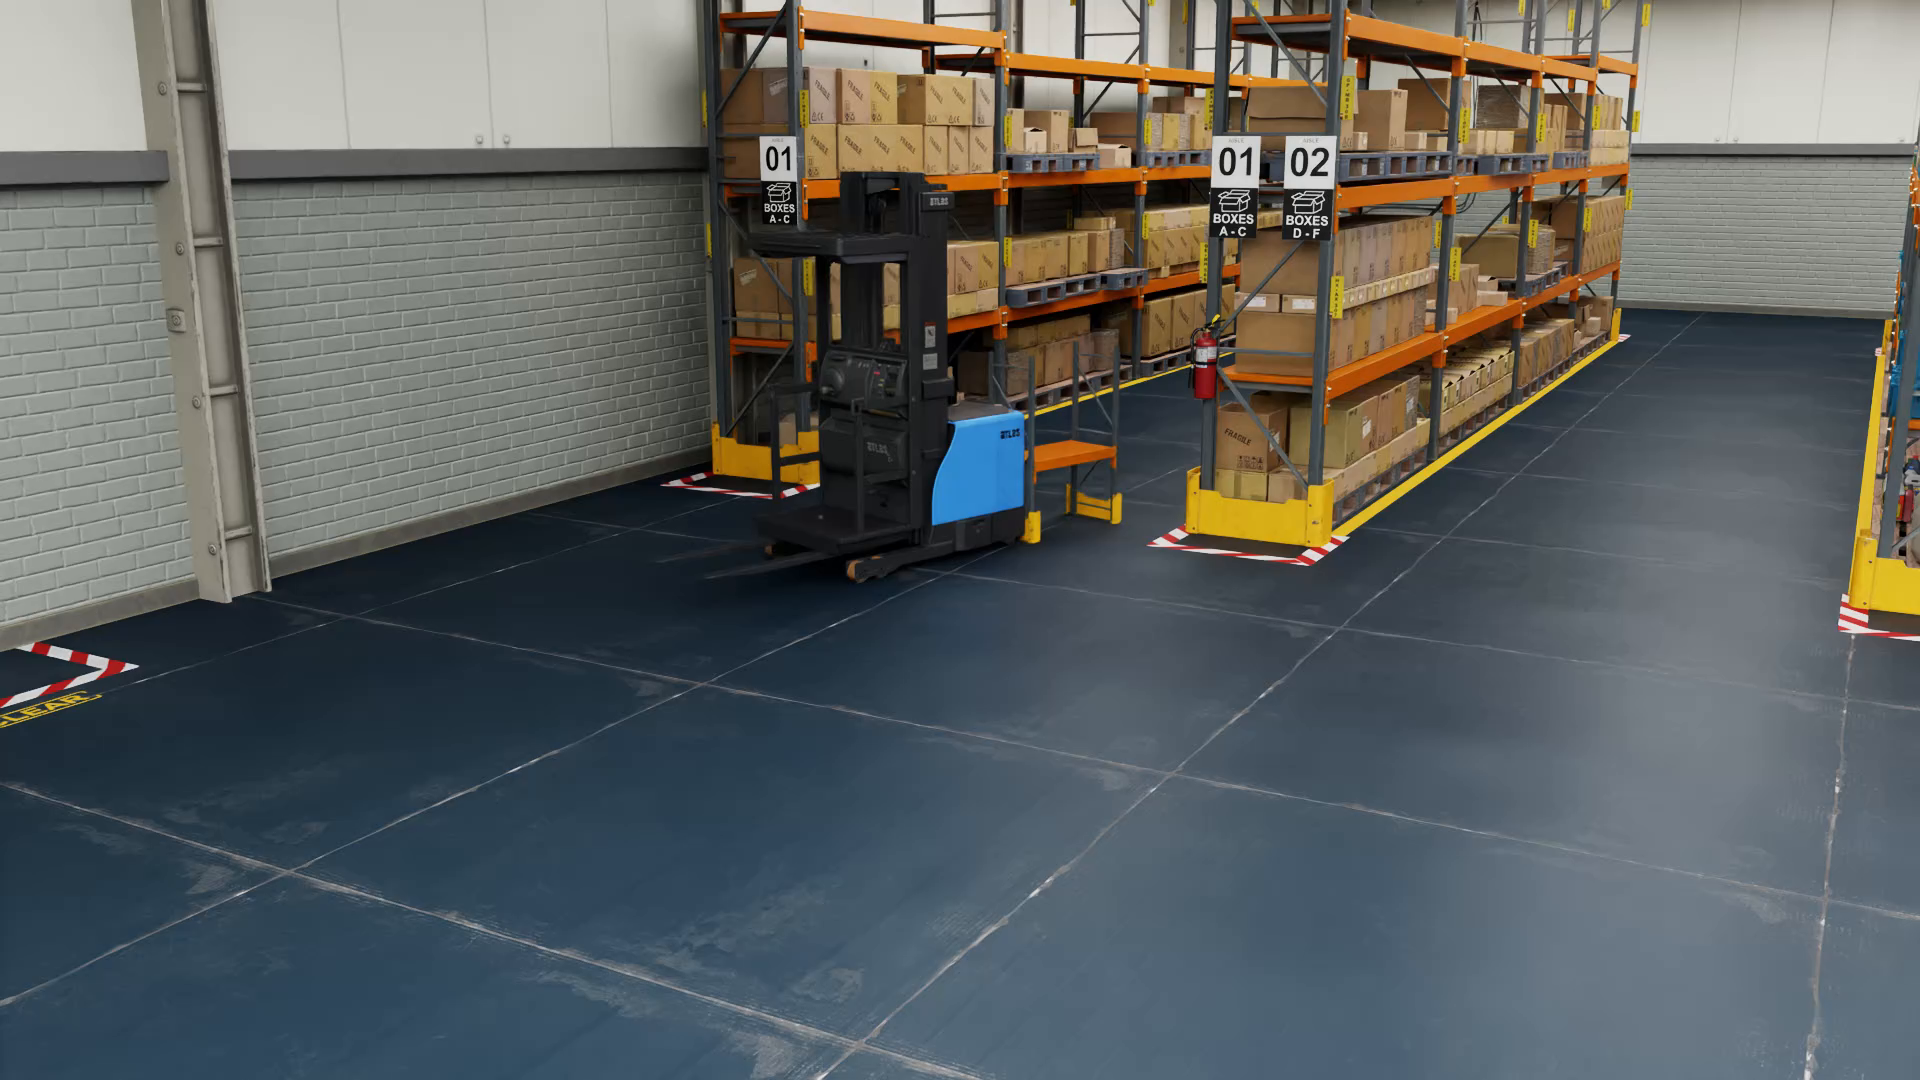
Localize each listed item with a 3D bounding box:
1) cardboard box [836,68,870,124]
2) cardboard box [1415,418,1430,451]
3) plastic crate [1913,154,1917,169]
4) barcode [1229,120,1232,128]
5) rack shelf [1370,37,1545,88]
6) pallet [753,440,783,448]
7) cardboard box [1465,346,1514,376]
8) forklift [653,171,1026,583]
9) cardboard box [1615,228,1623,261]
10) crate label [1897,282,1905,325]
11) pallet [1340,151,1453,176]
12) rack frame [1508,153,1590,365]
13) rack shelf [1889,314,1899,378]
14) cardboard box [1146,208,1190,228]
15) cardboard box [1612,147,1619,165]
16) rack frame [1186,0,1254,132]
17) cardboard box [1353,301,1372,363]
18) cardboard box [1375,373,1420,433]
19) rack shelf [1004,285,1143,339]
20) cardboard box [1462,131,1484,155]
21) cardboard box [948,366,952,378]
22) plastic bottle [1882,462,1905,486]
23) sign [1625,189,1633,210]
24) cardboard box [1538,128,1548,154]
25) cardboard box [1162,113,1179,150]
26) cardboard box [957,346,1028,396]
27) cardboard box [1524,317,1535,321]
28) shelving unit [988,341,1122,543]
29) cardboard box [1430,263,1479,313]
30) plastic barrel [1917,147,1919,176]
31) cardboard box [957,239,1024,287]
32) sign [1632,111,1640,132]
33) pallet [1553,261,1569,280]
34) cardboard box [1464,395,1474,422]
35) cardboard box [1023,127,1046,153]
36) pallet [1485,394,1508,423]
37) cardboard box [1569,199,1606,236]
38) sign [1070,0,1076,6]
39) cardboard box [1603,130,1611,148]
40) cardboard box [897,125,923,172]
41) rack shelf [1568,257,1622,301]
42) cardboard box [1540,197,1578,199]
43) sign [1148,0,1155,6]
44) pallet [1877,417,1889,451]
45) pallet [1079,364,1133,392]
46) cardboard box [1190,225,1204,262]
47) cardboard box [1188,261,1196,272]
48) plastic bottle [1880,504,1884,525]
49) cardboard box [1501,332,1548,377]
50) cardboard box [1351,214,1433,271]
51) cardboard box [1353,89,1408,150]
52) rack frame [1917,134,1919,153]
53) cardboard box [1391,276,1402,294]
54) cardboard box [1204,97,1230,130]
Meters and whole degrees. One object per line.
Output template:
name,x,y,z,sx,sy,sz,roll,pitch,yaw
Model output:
cardboard box,-1.195,-4.212,15.813,0.500,0.500,0.500,7,15,27
cardboard box,4.358,-1.068,16.534,0.500,0.250,0.500,7,15,28
plastic crate,12.533,-4.876,21.411,0.450,0.188,0.662,7,15,28
barcode,2.181,-3.357,13.418,0.001,0.075,0.075,7,15,28
rack shelf,5.358,-5.103,17.889,1.077,0.370,4.000,7,15,28
pallet,-1.420,-0.883,16.746,1.003,0.211,1.213,7,15,28
cardboard box,6.287,-2.146,19.808,0.500,0.311,0.500,8,16,30
forklift,-0.886,-1.248,12.455,3.031,2.935,1.130,-13,18,-42
cardboard box,10.214,-4.708,26.450,0.500,0.500,0.500,8,16,30
crate label,9.942,-2.423,17.109,0.502,0.435,0.616,7,15,28
pallet,4.002,-3.558,15.679,1.003,0.211,1.213,7,15,28
rack frame,8.259,-3.962,23.567,1.000,3.000,0.127,7,15,28
rack shelf,9.693,-1.819,16.214,1.077,0.370,4.000,7,15,28
cardboard box,2.929,-4.546,23.501,0.500,0.250,0.500,7,15,28
cardboard box,9.693,-5.827,25.224,0.500,0.250,0.500,7,15,28
rack frame,3.921,-7.439,25.188,1.000,3.000,0.127,7,15,28
cardboard box,3.189,-1.852,14.603,0.700,0.500,0.500,7,15,28
cardboard box,4.107,-1.331,16.026,0.500,0.500,0.500,7,15,28
rack shelf,1.020,-2.942,20.870,1.077,0.370,4.000,7,15,28
cardboard box,5.369,-4.295,17.974,0.500,0.250,0.500,6,15,23
cardboard box,-0.414,-1.662,18.423,0.500,0.500,0.500,6,15,24
plastic bottle,8.056,-0.563,14.342,0.152,0.276,0.135,8,16,30
sign,10.669,-5.432,26.520,0.100,0.325,0.005,7,15,28
cardboard box,6.753,-4.846,20.620,0.910,0.500,0.500,7,15,28
cardboard box,2.660,-5.755,23.453,0.700,0.500,0.500,8,16,31
cardboard box,0.394,-2.033,19.959,0.700,0.500,0.500,8,16,30
cardboard box,7.812,-2.889,23.511,0.500,0.500,0.500,7,15,26
shelving unit,0.787,-0.841,13.823,1.083,1.500,0.587,-13,18,-42
cardboard box,5.528,-2.844,18.715,0.500,0.500,0.500,6,15,25
plastic barrel,10.072,-4.137,16.824,0.600,0.901,0.600,0,14,0
cardboard box,0.329,-3.244,19.437,0.700,0.500,0.500,7,15,28
sign,10.669,-6.604,26.237,0.100,0.325,0.005,7,15,28
pallet,7.777,-3.717,22.960,1.003,0.211,1.213,7,15,28
cardboard box,5.299,-1.454,18.135,0.500,0.250,0.500,7,15,26
cardboard box,0.685,-4.729,19.645,0.500,0.311,0.500,8,16,30
pallet,5.893,-1.621,19.807,1.003,0.211,1.213,7,15,28
cardboard box,9.231,-4.773,24.583,0.500,0.500,0.500,7,15,26
sign,1.499,-7.211,21.914,0.100,0.325,0.005,7,15,28
cardboard box,9.203,-5.866,24.317,0.500,0.250,0.500,7,15,28
cardboard box,-0.721,-3.943,16.831,0.500,0.500,0.500,8,16,31
rack shelf,9.226,-4.022,25.353,1.077,0.370,4.000,7,15,28
cardboard box,9.255,-5.046,25.716,0.500,0.500,0.500,8,16,29
sign,2.467,-7.051,21.419,0.100,0.325,0.005,7,15,28
pallet,10.251,-1.069,17.517,1.003,0.211,1.213,7,15,28
pallet,1.608,-2.186,22.150,1.003,0.211,1.213,7,15,28
cardboard box,3.193,-4.291,24.041,0.500,0.500,0.500,8,16,30
cardboard box,3.214,-4.000,24.217,0.380,0.149,0.250,8,16,30
plastic bottle,7.296,-0.218,13.069,0.097,0.201,0.097,0,14,0
cardboard box,7.290,-2.411,21.530,0.500,0.500,0.500,7,15,27
cardboard box,4.182,-2.908,16.214,0.700,0.500,0.500,7,15,28
cardboard box,3.500,-3.589,14.210,0.500,0.500,0.500,7,15,28
rack frame,12.593,-6.316,20.532,1.000,3.000,0.127,7,15,28
cardboard box,3.832,-2.344,15.259,0.380,0.149,0.250,8,16,30
cardboard box,4.054,-6.695,26.113,0.500,0.500,0.500,7,15,28
